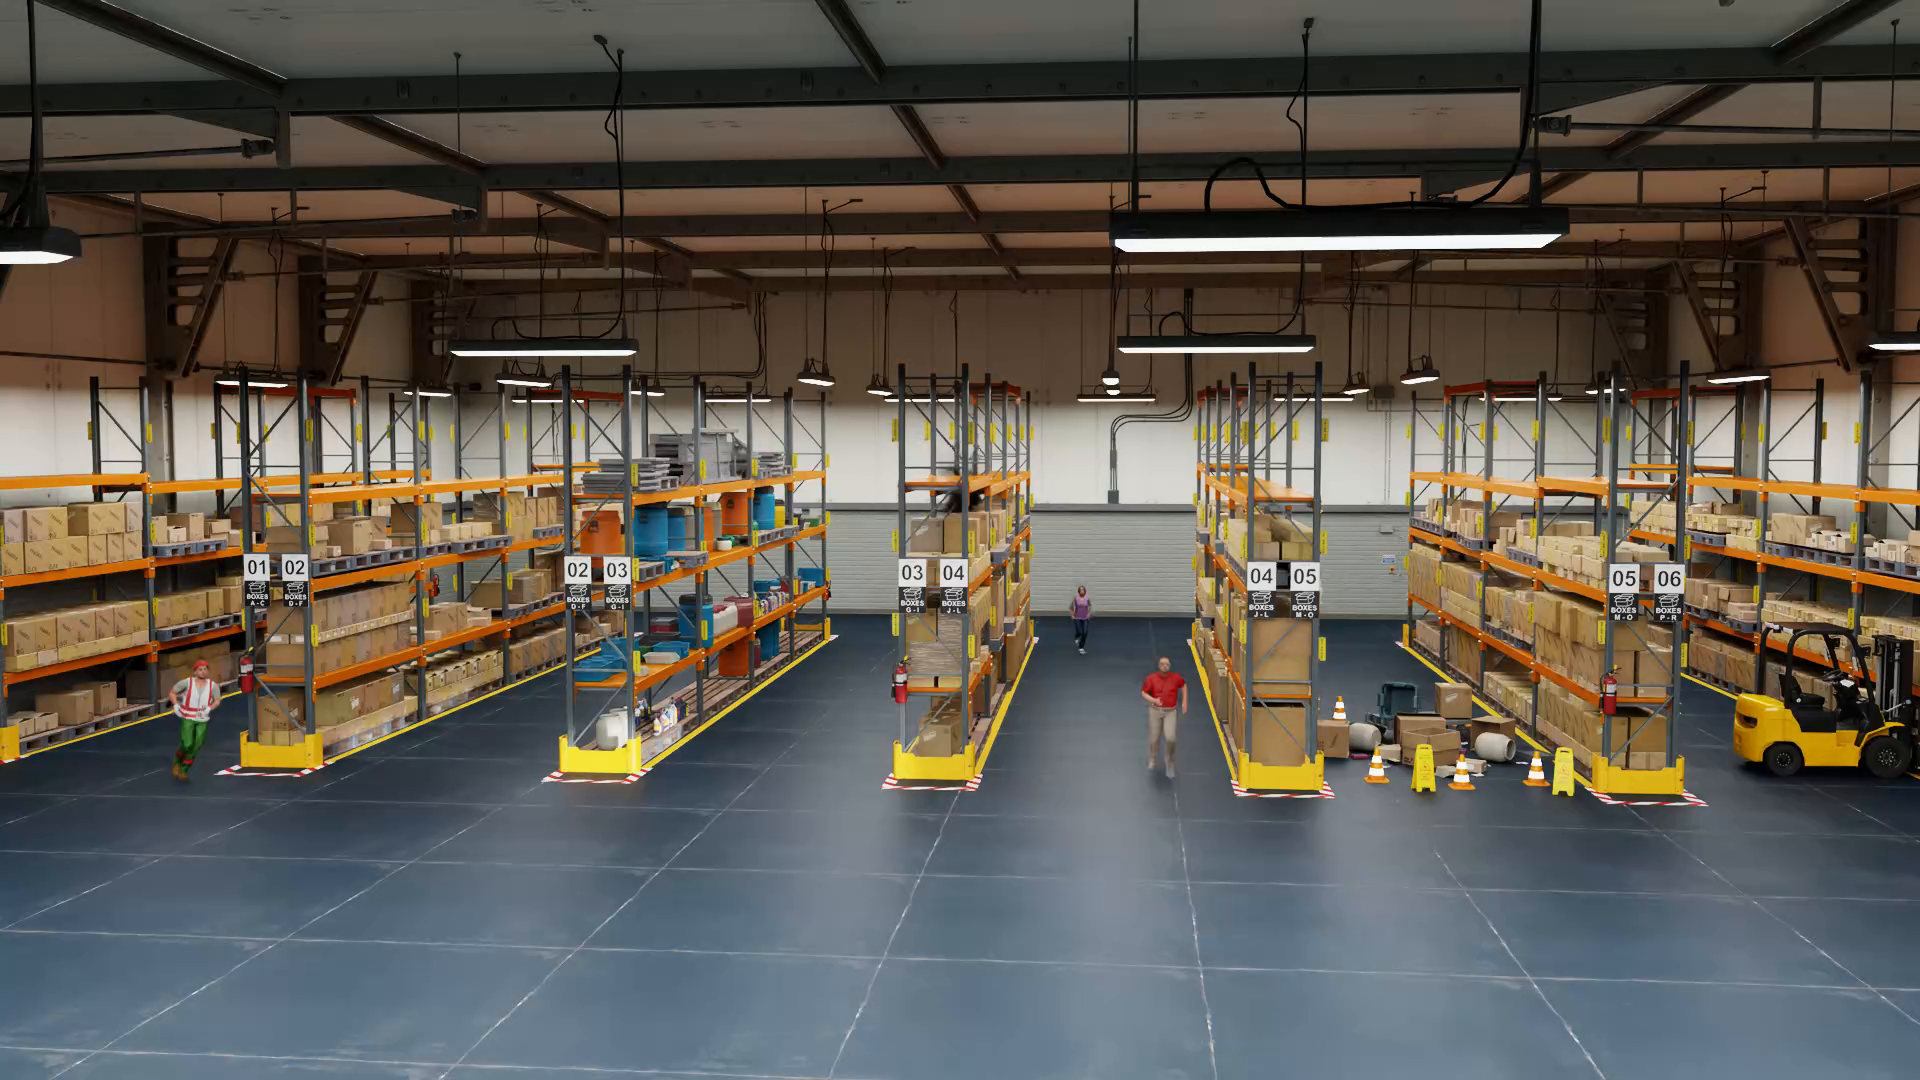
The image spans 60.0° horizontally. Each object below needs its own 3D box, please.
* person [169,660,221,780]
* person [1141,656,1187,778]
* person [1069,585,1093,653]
[{"bbox_3d":[-11.010,2.593,24.001,0.667,1.722,0.550,-3,5,-37],"label":"person"},{"bbox_3d":[2.989,2.602,24.331,0.693,1.810,0.759,0,4,2],"label":"person"},{"bbox_3d":[2.765,1.807,37.908,0.529,1.556,0.577,0,4,-2],"label":"person"}]
